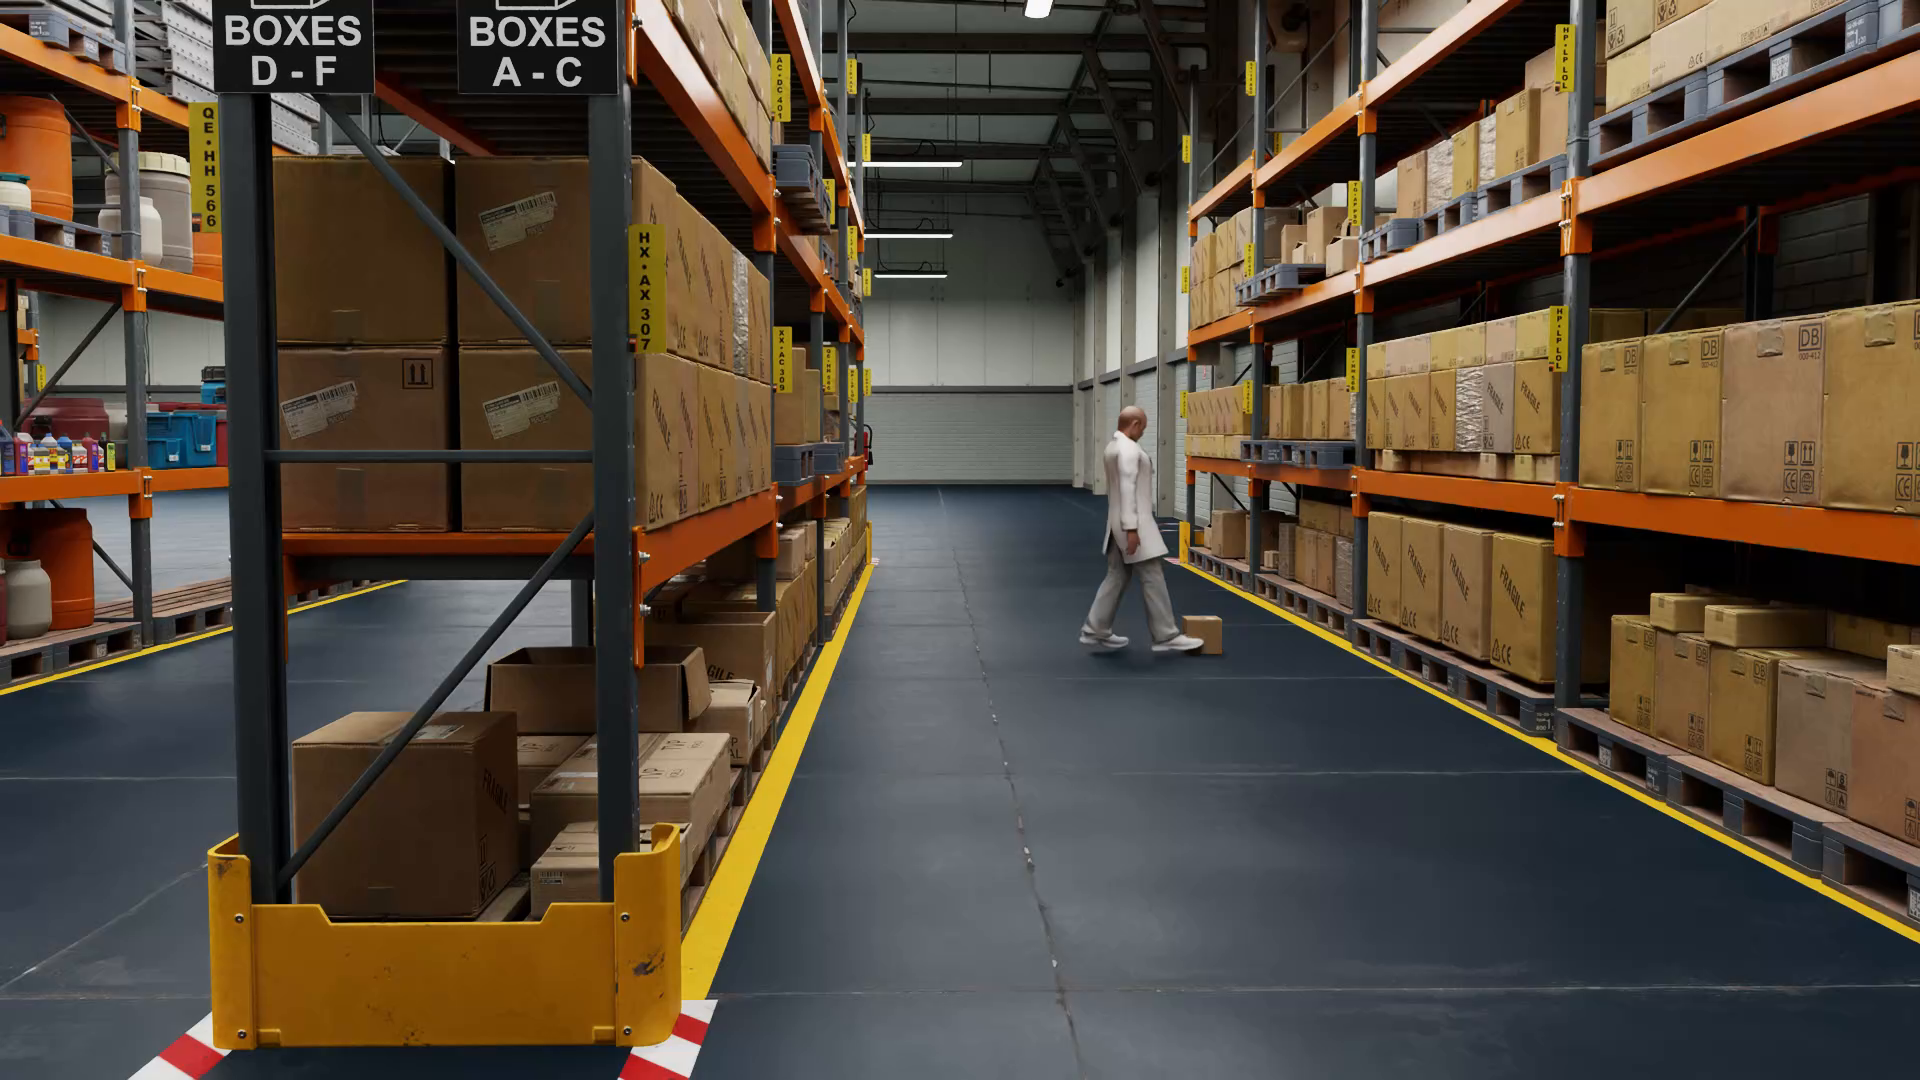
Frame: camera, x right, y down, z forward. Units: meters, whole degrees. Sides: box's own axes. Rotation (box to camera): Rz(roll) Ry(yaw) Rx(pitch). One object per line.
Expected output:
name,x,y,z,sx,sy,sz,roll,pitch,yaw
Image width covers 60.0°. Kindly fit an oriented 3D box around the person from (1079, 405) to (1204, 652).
person,1.289,-0.086,11.924,0.840,1.752,0.635,-1,4,-9
